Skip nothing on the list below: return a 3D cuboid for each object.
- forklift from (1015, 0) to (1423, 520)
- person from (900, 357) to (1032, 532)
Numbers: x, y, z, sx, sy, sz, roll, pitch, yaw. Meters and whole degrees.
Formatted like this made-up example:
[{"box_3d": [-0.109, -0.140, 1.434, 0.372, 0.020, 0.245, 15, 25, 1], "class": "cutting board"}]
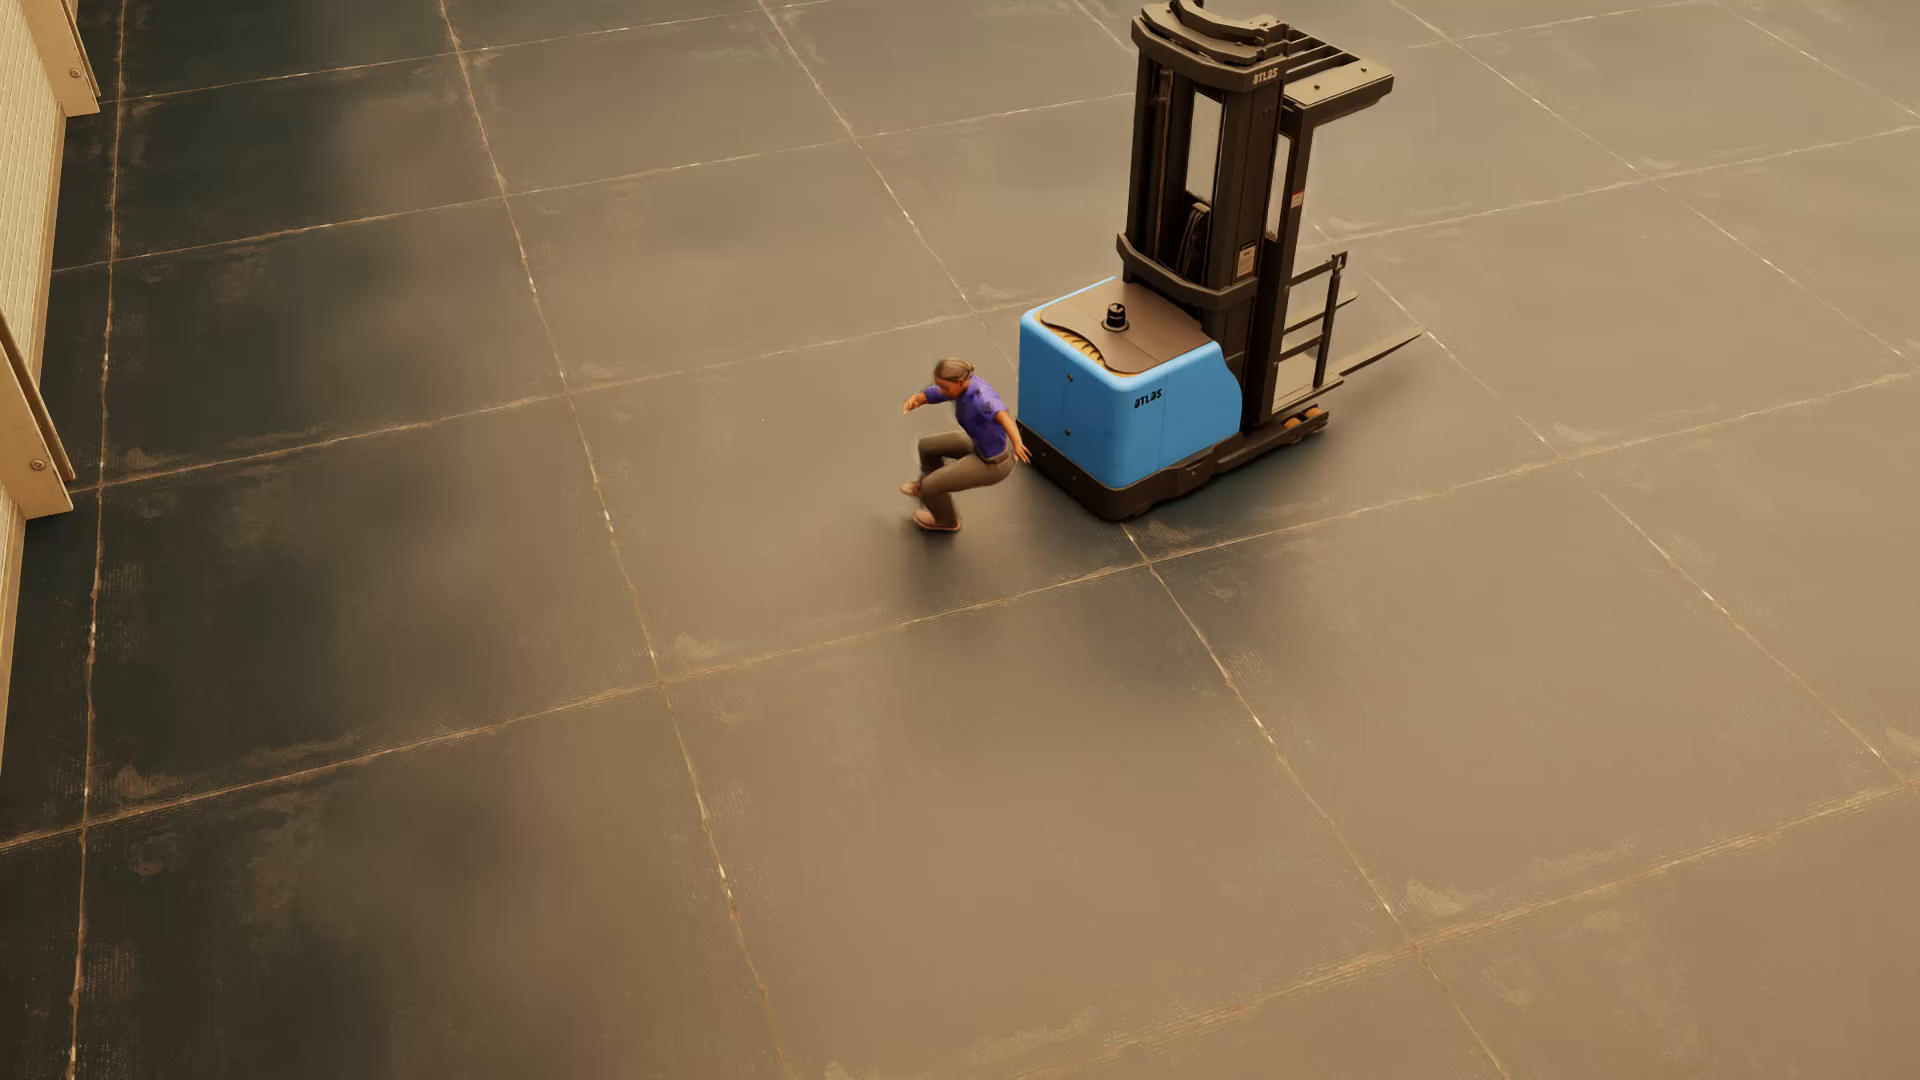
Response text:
[{"box_3d": [1.842, -2.013, 10.394, 3.031, 2.935, 1.130, -25, 46, -27], "class": "forklift"}, {"box_3d": [0.010, -0.441, 9.788, 0.682, 1.347, 1.414, -10, 41, -12], "class": "person"}]
